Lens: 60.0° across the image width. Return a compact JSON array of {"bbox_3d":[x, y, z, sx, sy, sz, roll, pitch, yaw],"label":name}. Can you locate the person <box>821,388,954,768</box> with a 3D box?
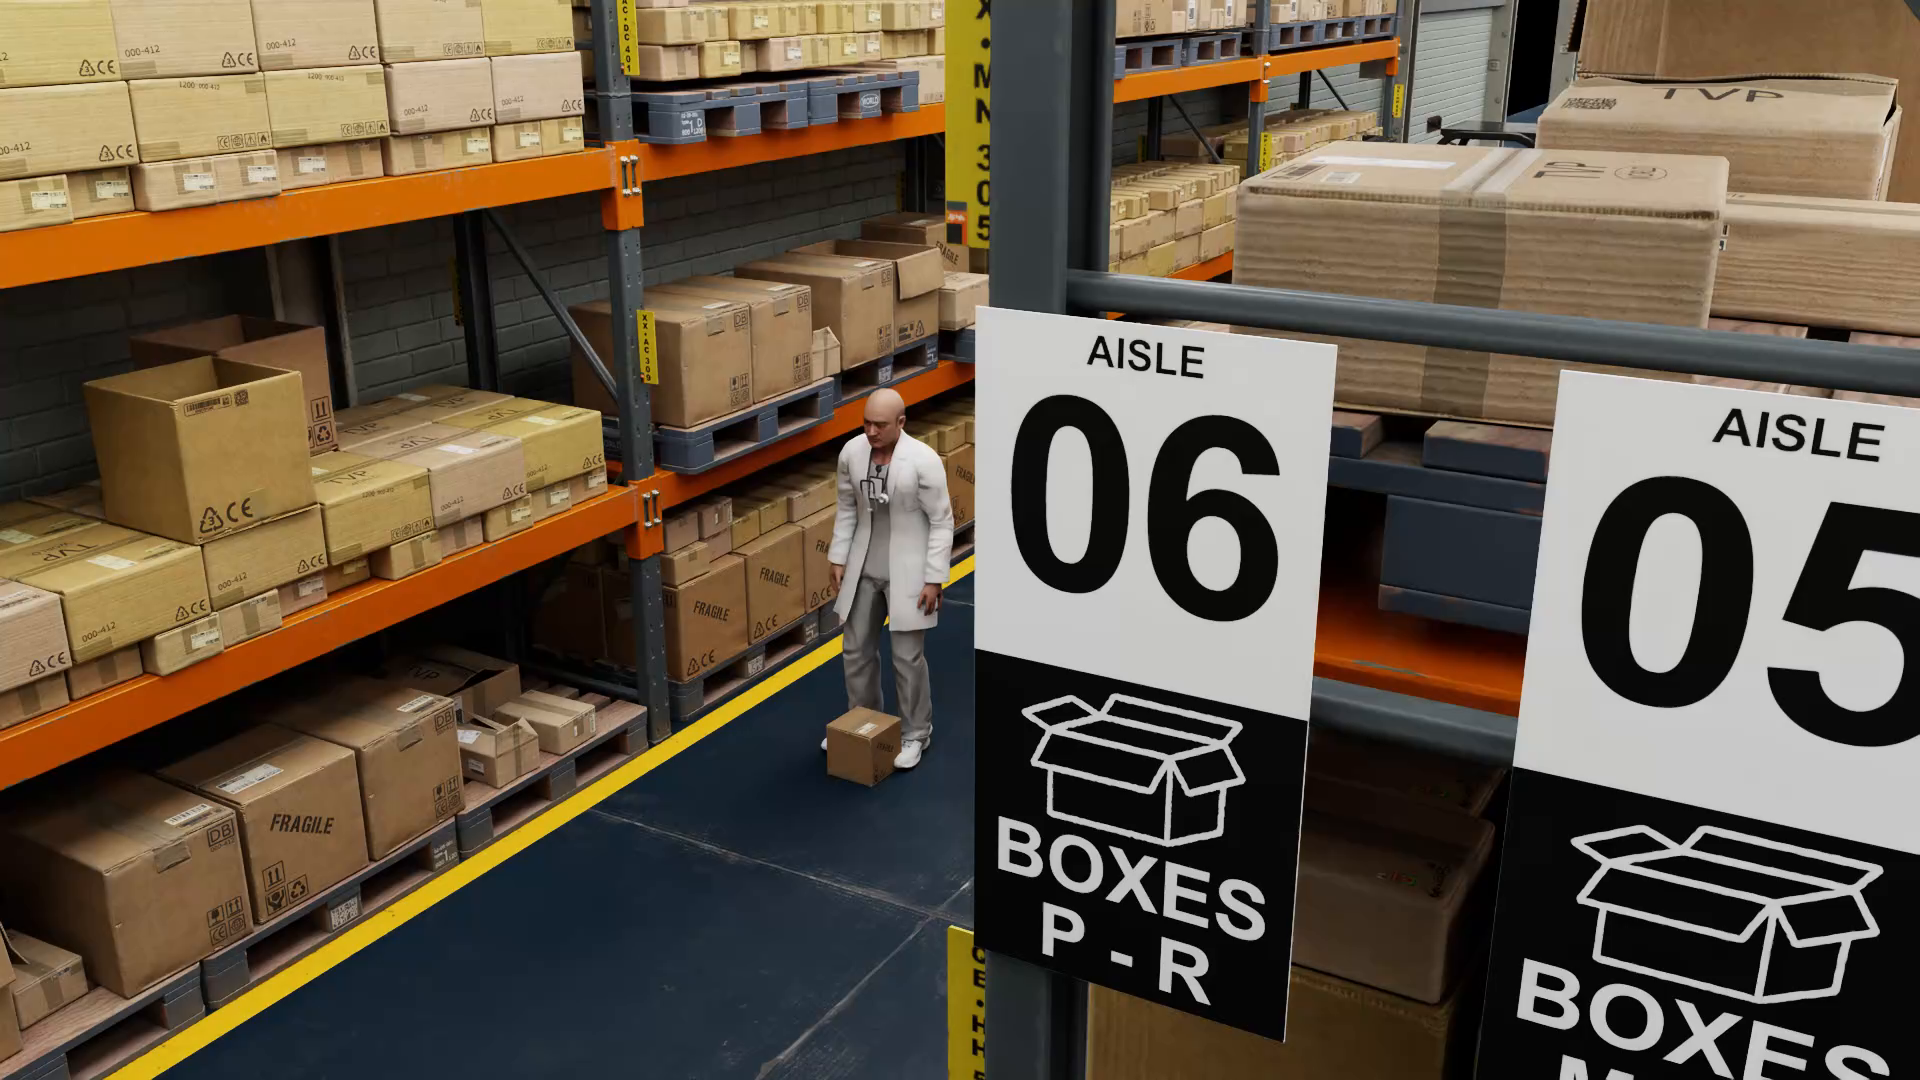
[{"bbox_3d":[-0.336,0.157,7.639,0.632,1.773,0.426,10,22,27],"label":"person"}]
